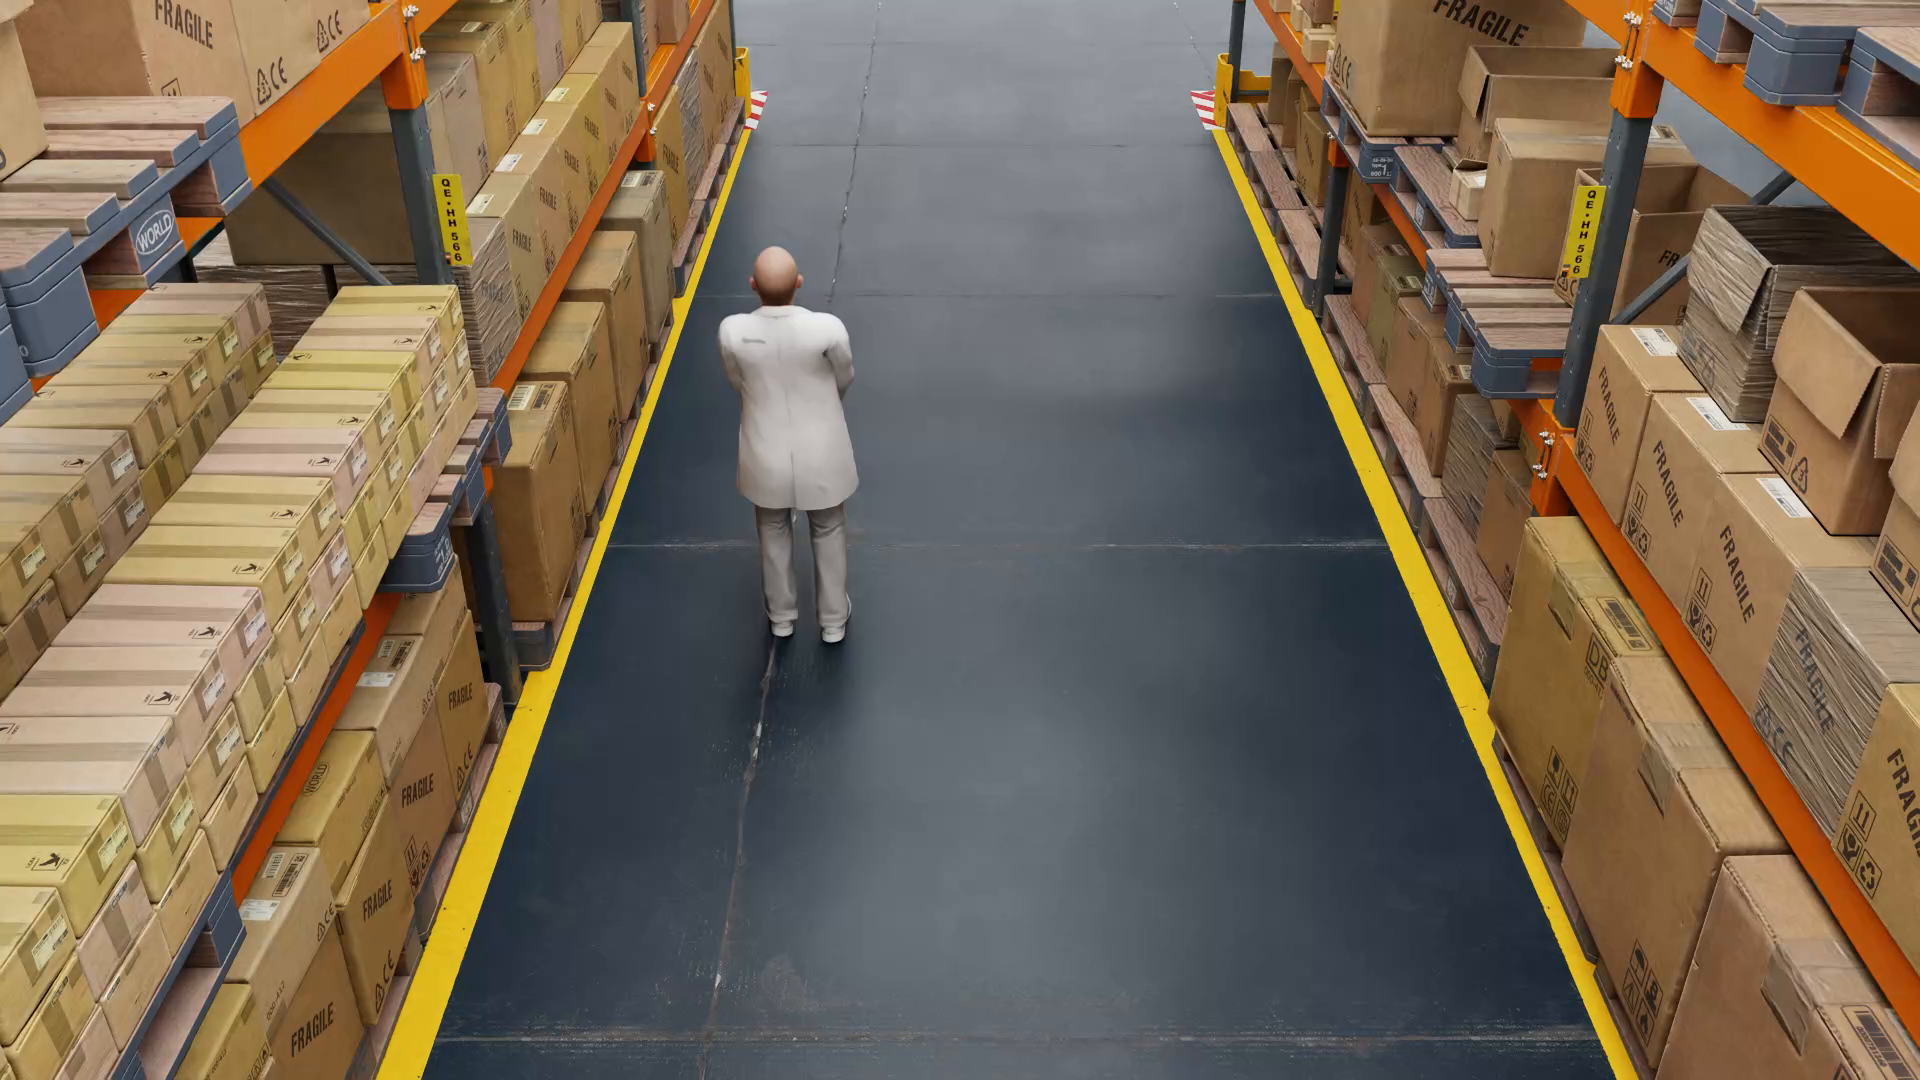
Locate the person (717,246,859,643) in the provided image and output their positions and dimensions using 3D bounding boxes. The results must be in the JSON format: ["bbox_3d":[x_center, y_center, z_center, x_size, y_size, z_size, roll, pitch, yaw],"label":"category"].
[{"bbox_3d":[-0.685,-0.429,6.864,0.530,1.769,0.556,0,31,-1],"label":"person"}]
